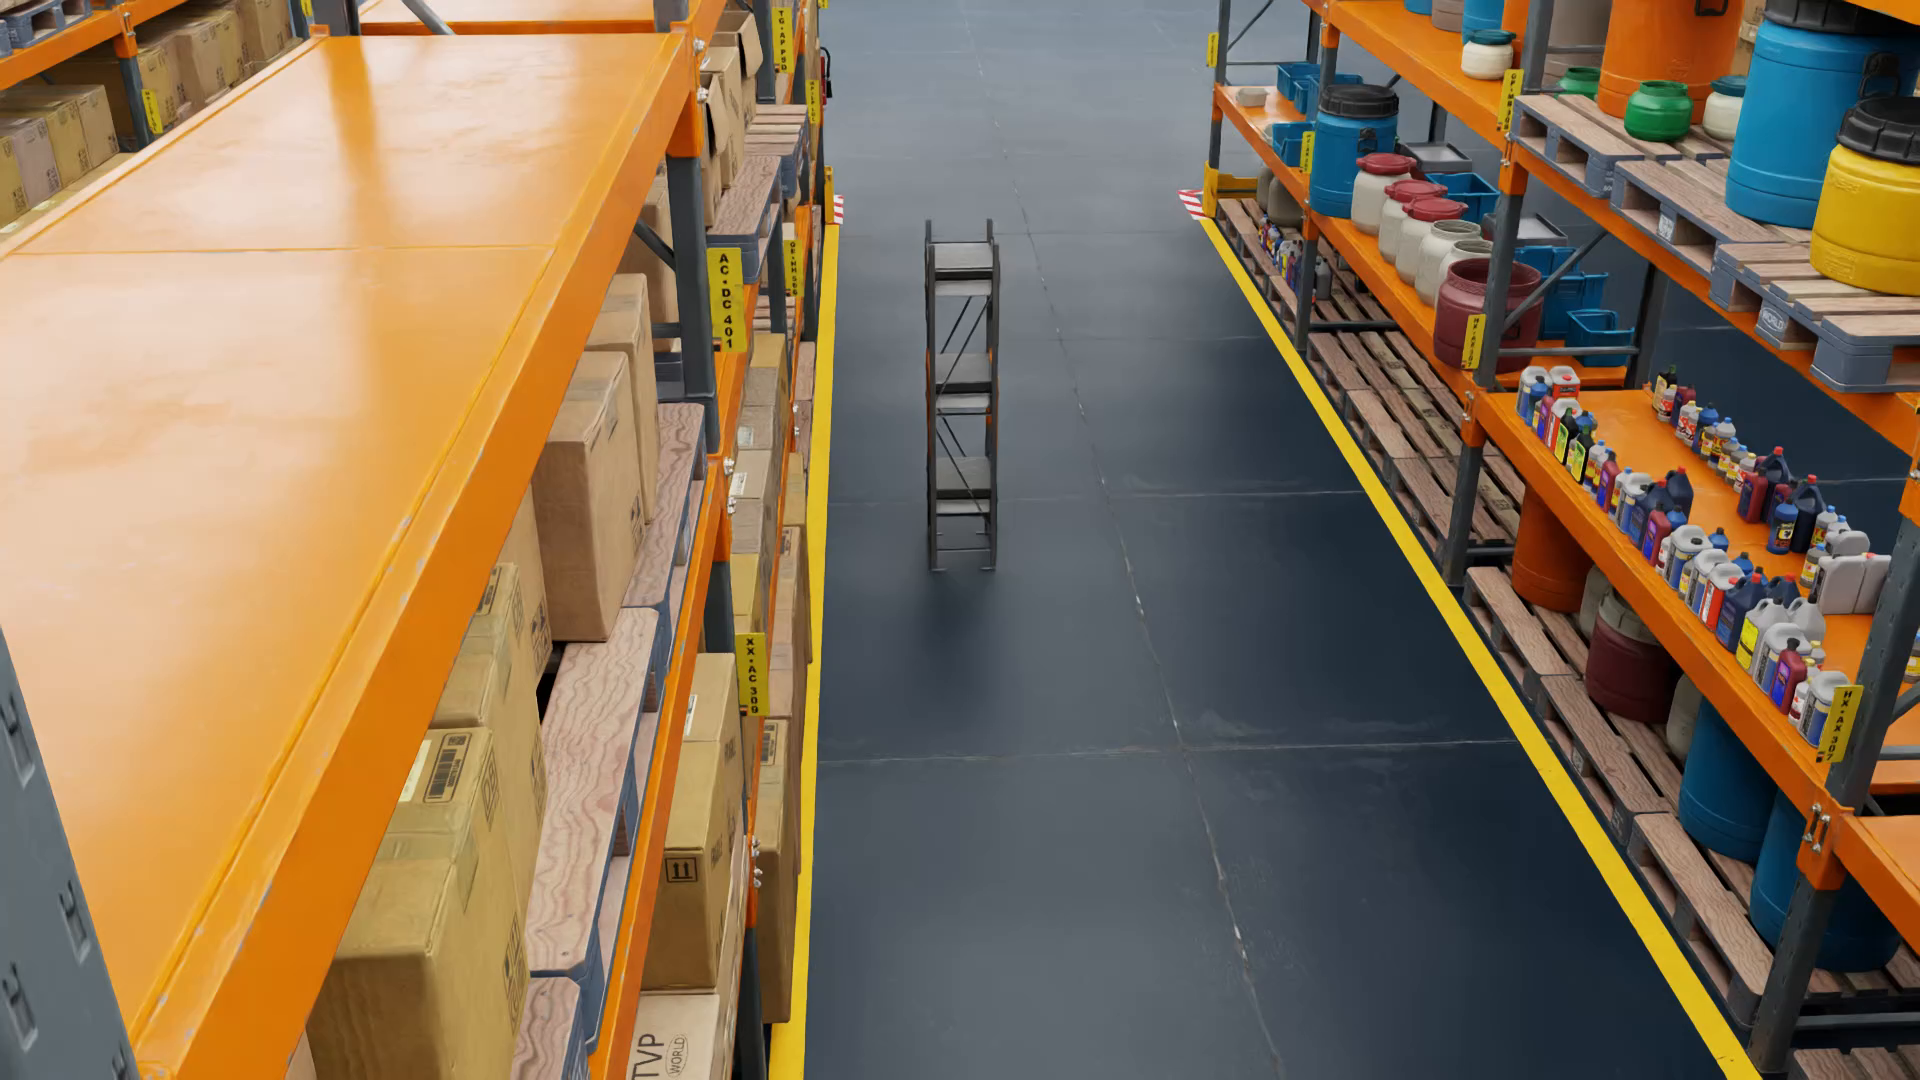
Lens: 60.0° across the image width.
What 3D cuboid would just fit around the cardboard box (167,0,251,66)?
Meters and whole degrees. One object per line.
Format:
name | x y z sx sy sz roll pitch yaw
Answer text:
cardboard box | -6.844 -4.439 14.687 0.875 0.550 0.550 -1 28 -3

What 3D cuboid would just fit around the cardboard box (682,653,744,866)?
cardboard box | -0.963 0.697 5.200 0.500 0.500 0.500 -1 28 -1

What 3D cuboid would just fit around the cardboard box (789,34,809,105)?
cardboard box | -1.441 -3.639 12.972 0.500 0.500 0.500 -1 28 -3

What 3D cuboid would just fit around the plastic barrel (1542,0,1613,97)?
plastic barrel | 3.657 -3.015 9.501 0.600 0.901 0.600 0 28 0

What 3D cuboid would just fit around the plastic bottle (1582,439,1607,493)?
plastic bottle | 3.205 -0.377 8.369 0.097 0.271 0.097 0 28 0

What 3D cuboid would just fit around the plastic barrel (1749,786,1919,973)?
plastic barrel | 3.681 1.262 6.902 0.600 0.901 0.708 -1 28 -3

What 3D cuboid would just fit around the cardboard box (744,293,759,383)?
cardboard box | -1.441 -1.109 8.440 0.797 0.503 0.637 0 28 -1

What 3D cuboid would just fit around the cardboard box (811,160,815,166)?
cardboard box | -1.418 -3.263 14.034 0.380 0.149 0.250 -1 28 -3

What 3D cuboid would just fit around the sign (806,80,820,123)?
sign | -1.118 -3.334 12.646 0.100 0.325 0.005 -1 28 -3

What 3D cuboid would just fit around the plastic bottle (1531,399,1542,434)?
plastic bottle | 3.167 -0.683 9.031 0.097 0.201 0.097 0 28 0

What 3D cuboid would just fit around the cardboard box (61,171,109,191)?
cardboard box | -6.310 -2.309 11.825 0.500 0.500 0.500 -2 28 -3

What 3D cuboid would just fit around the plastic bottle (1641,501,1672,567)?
plastic bottle | 3.227 -0.030 7.689 0.061 0.283 0.133 -1 28 -3

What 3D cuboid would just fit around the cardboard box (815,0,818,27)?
cardboard box | -1.605 -5.024 15.628 0.500 0.500 0.500 -1 28 -3

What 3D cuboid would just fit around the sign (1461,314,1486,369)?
sign | 2.934 -1.134 9.503 0.100 0.325 0.005 -1 28 -3

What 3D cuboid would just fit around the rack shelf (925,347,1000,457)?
rack shelf | 0.009 -0.842 10.124 0.431 0.518 0.480 -1 28 -3

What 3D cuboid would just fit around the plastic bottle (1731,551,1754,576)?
plastic bottle | 3.420 0.177 7.306 0.097 0.271 0.097 0 28 0

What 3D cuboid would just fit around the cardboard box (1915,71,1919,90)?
cardboard box | 8.192 -3.867 13.410 0.700 0.500 0.500 -1 28 -2

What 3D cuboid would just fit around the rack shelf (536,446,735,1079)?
rack shelf | -1.150 0.802 3.504 1.077 0.370 4.000 -1 28 -3

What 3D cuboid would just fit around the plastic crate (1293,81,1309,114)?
plastic crate | 3.419 -4.182 15.686 0.499 0.251 0.408 -1 28 -3

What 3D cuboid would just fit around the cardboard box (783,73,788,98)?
cardboard box | -1.260 -2.682 9.567 0.500 0.250 0.500 -1 28 -1

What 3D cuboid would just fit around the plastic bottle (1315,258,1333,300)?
plastic bottle | 3.097 -2.240 14.189 0.144 0.351 0.185 -1 28 -3

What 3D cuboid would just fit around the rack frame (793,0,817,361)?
rack frame | -1.672 -2.805 12.885 1.000 3.000 0.127 -1 28 -3

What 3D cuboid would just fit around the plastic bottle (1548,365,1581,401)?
plastic bottle | 3.335 -0.819 9.211 0.152 0.276 0.135 -1 28 -3

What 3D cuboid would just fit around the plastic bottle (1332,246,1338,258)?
plastic bottle | 3.469 -2.696 15.226 0.097 0.201 0.097 0 28 0

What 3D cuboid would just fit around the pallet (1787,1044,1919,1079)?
pallet | 3.769 2.344 6.027 1.003 0.211 1.213 -1 28 -3

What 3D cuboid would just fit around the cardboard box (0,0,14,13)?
cardboard box | -6.319 -3.449 10.410 0.500 0.311 0.500 -2 28 -5

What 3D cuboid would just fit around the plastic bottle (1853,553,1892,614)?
plastic bottle | 4.000 0.174 7.307 0.152 0.276 0.135 -1 28 -3

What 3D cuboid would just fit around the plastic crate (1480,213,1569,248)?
plastic crate | 3.704 -1.860 11.003 0.402 0.464 0.583 -1 28 -3

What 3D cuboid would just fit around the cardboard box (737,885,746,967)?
cardboard box | -0.897 1.252 5.377 0.380 0.149 0.250 -1 28 -2

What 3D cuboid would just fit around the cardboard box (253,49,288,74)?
cardboard box | -6.724 -4.222 15.440 0.875 0.550 0.550 -1 28 -3

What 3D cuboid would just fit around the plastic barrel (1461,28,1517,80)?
plastic barrel | 3.184 -2.928 10.026 0.301 0.262 0.301 0 28 0

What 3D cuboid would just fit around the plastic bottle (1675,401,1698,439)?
plastic bottle | 3.930 -0.653 8.973 0.097 0.201 0.097 0 28 0

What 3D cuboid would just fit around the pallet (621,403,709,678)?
pallet | -1.222 -0.024 4.404 1.003 0.211 1.213 -1 28 -3

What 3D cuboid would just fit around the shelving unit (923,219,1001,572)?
shelving unit | 0.009 -0.855 10.118 0.431 2.100 0.503 -1 28 -3

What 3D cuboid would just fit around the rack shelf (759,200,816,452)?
rack shelf | -1.567 -1.563 11.281 1.077 0.370 4.000 -1 28 -3

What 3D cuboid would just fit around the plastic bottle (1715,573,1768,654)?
plastic bottle | 3.308 0.289 7.005 0.144 0.351 0.185 -1 28 -3

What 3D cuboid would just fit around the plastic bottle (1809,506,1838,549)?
plastic bottle | 4.004 -0.030 7.704 0.097 0.271 0.097 0 28 0

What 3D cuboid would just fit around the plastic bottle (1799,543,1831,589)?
plastic bottle | 3.864 0.111 7.508 0.097 0.201 0.097 0 28 0

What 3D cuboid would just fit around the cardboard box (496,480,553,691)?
cardboard box | -1.244 0.137 3.329 0.700 0.500 0.500 0 28 0

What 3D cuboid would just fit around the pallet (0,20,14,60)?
pallet | -6.569 -2.944 10.111 1.003 0.211 1.213 0 28 0

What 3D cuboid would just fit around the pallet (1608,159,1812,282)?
pallet | 3.491 -1.360 7.075 1.003 0.211 1.213 -1 28 -3

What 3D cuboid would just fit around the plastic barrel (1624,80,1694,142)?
plastic barrel | 3.309 -2.030 7.869 0.294 0.245 0.294 0 28 0

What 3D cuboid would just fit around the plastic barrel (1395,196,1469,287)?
plastic barrel | 3.166 -2.000 11.193 0.433 0.535 0.433 0 28 0

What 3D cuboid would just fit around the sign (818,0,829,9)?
sign | -1.325 -5.310 16.094 0.100 0.325 0.005 -1 28 -3

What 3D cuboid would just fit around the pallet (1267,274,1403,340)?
pallet | 3.281 -2.000 14.356 1.003 0.211 1.213 -1 28 -3

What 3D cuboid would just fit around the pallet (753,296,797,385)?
pallet | -1.607 -1.200 10.014 1.213 0.211 1.003 -1 28 -3

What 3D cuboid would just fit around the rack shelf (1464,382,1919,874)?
rack shelf | 3.588 0.165 7.968 1.077 0.370 4.000 -1 28 -3

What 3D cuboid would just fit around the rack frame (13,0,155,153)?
rack frame | -6.630 -2.732 12.745 1.000 3.000 0.127 -1 28 -3

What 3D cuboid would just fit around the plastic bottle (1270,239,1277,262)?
plastic bottle | 2.877 -2.632 15.102 0.097 0.201 0.097 0 28 0

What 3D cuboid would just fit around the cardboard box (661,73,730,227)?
cardboard box | -1.335 -1.577 6.721 0.797 0.503 0.637 -2 28 -3

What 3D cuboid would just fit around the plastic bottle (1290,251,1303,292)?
plastic bottle | 2.943 -2.325 14.352 0.144 0.351 0.185 -3 28 -5

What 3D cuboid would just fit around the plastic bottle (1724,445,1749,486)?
plastic bottle | 3.961 -0.383 8.456 0.097 0.201 0.097 0 28 0

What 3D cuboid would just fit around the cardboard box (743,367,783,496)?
cardboard box | -1.170 -0.550 8.453 0.500 0.500 0.500 -2 28 -3
